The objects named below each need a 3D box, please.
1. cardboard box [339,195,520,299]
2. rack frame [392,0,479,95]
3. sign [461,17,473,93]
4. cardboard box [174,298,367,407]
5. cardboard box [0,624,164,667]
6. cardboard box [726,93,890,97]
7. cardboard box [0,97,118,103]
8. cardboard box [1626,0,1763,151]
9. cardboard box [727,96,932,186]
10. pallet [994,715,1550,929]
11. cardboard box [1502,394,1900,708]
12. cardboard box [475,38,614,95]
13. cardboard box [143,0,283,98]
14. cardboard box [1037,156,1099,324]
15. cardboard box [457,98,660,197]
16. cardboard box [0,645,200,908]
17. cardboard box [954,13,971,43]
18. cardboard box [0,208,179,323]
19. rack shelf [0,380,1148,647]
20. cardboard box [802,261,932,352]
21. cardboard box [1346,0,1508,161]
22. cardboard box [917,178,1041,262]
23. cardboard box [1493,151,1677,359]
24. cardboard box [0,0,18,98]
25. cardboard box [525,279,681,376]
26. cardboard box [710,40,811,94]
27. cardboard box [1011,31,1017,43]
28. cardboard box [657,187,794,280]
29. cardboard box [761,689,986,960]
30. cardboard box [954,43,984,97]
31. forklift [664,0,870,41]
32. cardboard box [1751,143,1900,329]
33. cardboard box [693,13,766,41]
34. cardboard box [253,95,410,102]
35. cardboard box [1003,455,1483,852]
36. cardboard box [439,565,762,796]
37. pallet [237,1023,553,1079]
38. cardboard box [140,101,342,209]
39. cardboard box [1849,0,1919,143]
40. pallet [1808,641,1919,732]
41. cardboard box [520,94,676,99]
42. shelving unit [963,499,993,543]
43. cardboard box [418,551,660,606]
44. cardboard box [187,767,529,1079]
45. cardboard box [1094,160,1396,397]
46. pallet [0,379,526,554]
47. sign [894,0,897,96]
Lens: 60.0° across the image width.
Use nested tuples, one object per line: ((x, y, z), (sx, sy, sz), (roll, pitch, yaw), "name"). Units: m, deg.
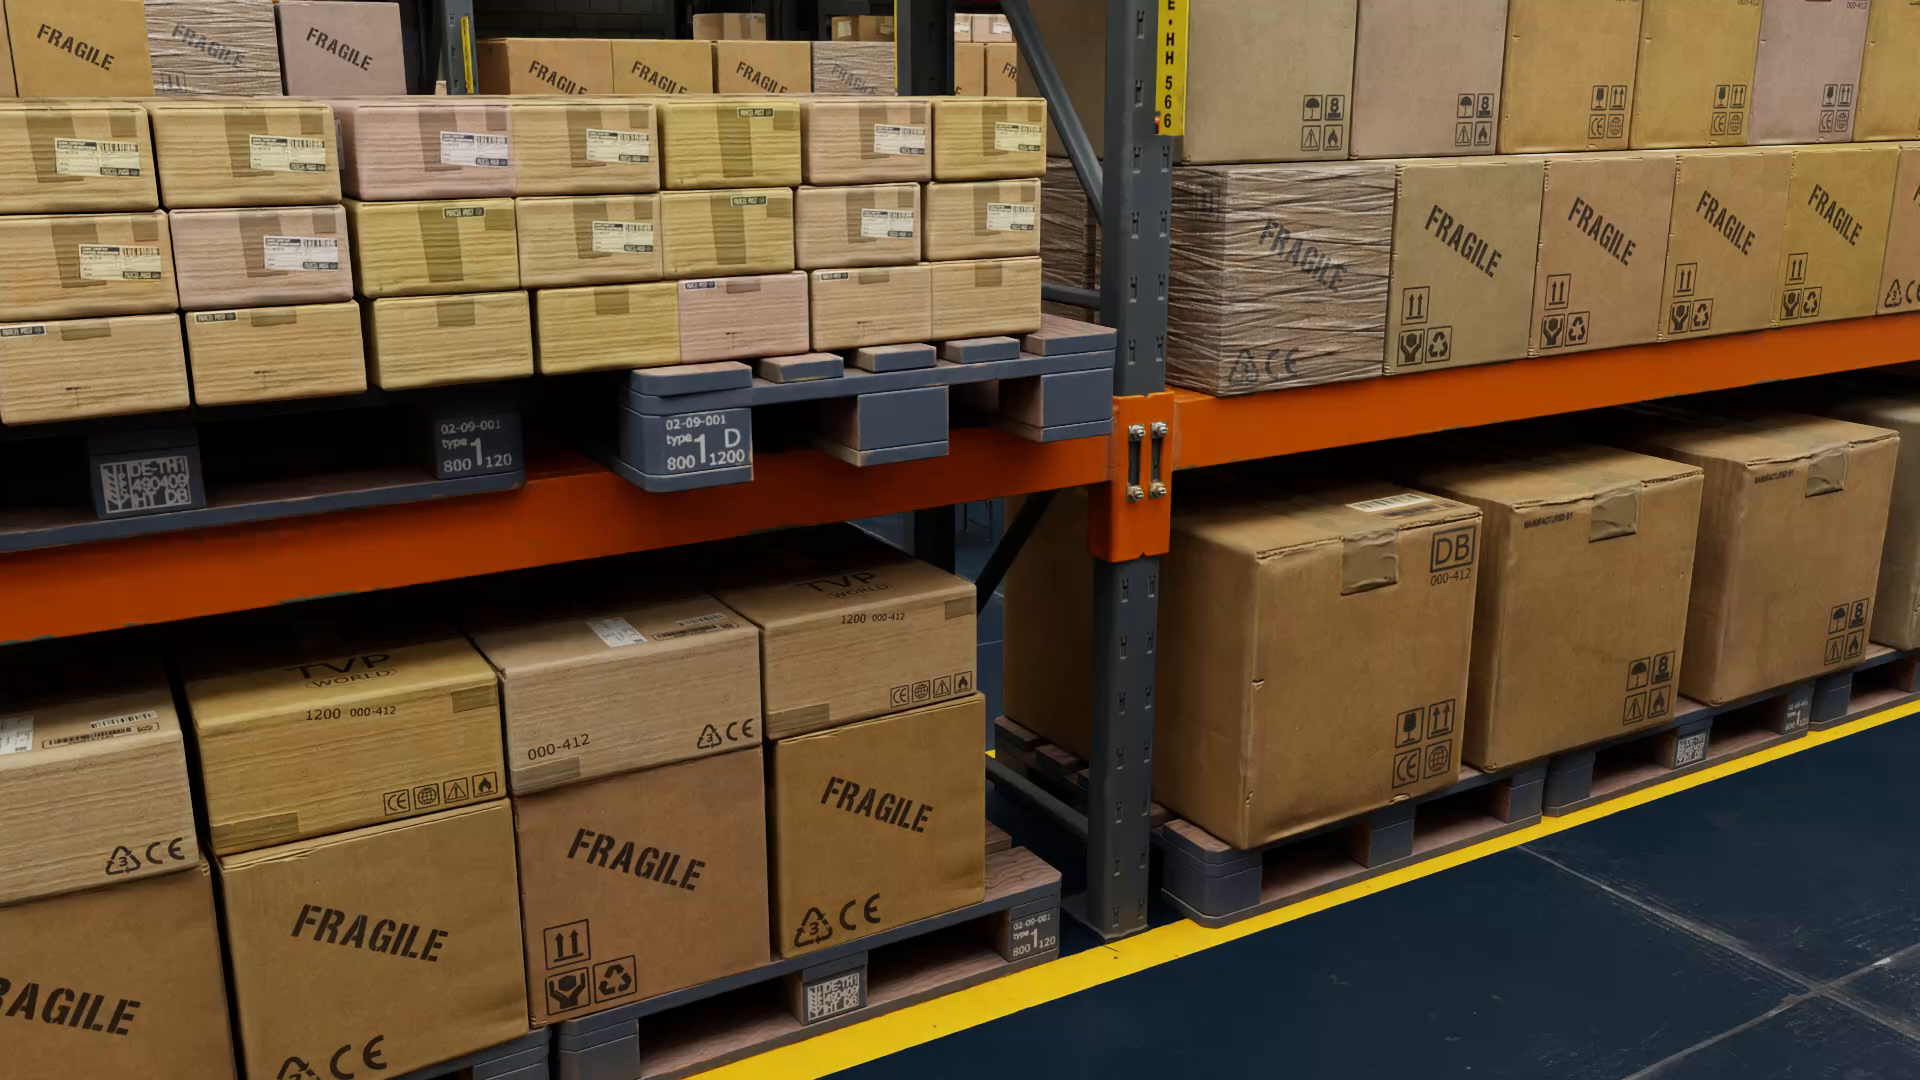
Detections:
((-0.925, -0.510, 2.809), (0.250, 0.149, 0.380), (-9, 18, -30), "cardboard box")
((-2.490, -1.734, 8.040), (0.127, 3.000, 1.000), (-9, 18, -30), "rack frame")
((-2.202, -2.164, 7.427), (0.005, 0.325, 0.100), (-9, 18, -30), "sign")
((-1.143, -0.332, 2.726), (0.250, 0.149, 0.380), (-9, 18, -28), "cardboard box")
((-1.882, 0.286, 3.296), (0.500, 0.250, 0.500), (-10, 19, -32), "cardboard box")
((-0.354, -0.951, 3.830), (0.250, 0.149, 0.380), (-9, 18, -30), "cardboard box")
((-1.692, -0.735, 3.058), (0.250, 0.149, 0.380), (-10, 18, -30), "cardboard box")
((1.845, -1.406, 4.832), (0.500, 0.500, 0.700), (-9, 18, -30), "cardboard box")
((-0.255, -0.762, 3.157), (0.250, 0.149, 0.380), (-9, 18, -30), "cardboard box")
((0.860, 0.647, 4.709), (1.213, 0.211, 1.003), (-9, 18, -30), "pallet")
((2.260, -0.038, 5.377), (0.750, 0.750, 1.050), (-9, 18, -30), "cardboard box")
((-1.986, -2.137, 7.961), (0.500, 0.500, 0.500), (-10, 18, -31), "cardboard box")
((-3.235, -2.058, 7.158), (0.500, 0.500, 0.500), (-9, 18, -29), "cardboard box")
((0.393, -0.776, 4.436), (0.500, 0.500, 0.500), (-9, 18, -30), "cardboard box")
((-0.707, -0.688, 2.892), (0.250, 0.149, 0.380), (-9, 18, -28), "cardboard box")
((-1.619, 0.407, 2.864), (0.500, 0.250, 0.500), (-8, 18, -28), "cardboard box")
((-0.148, -2.738, 8.902), (0.250, 0.149, 0.380), (-10, 19, -32), "cardboard box")
((-1.369, -0.438, 2.551), (0.250, 0.149, 0.380), (-10, 18, -31), "cardboard box")
((-1.569, 0.021, 3.109), (4.000, 0.370, 1.077), (-9, 18, -30), "rack shelf")
((-0.254, -0.475, 3.236), (0.250, 0.149, 0.380), (-9, 18, -30), "cardboard box")
((0.968, -1.263, 4.322), (0.500, 0.500, 0.700), (-10, 18, -31), "cardboard box")
((-0.044, -0.654, 3.320), (0.250, 0.149, 0.380), (-9, 18, -29), "cardboard box")
((1.536, -0.793, 4.495), (0.500, 0.500, 0.500), (-9, 18, -30), "cardboard box")
((-4.101, -1.922, 6.672), (0.500, 0.500, 0.500), (-10, 18, -31), "cardboard box")
((-0.690, -0.406, 2.987), (0.250, 0.149, 0.380), (-9, 18, -30), "cardboard box")
((-1.091, -2.286, 8.495), (0.500, 0.500, 0.500), (-9, 18, -29), "cardboard box")
((0.353, -3.013, 9.884), (0.250, 0.149, 0.380), (-9, 18, -30), "cardboard box")
((-0.496, -0.579, 3.054), (0.250, 0.149, 0.380), (-9, 18, -28), "cardboard box")
((-0.284, 0.550, 3.743), (0.500, 0.500, 0.500), (-9, 18, -30), "cardboard box")
((-0.209, -2.427, 8.997), (0.500, 0.500, 0.500), (-9, 18, -28), "cardboard box")
((-1.303, -2.755, 11.806), (1.130, 2.935, 3.031), (7, 17, 24), "forklift")
((2.398, -0.932, 4.994), (0.500, 0.500, 0.500), (-9, 18, -29), "cardboard box")
((-1.233, -2.733, 8.886), (0.250, 0.149, 0.380), (-10, 19, -32), "cardboard box")
((-1.250, -0.806, 3.312), (0.250, 0.149, 0.380), (-8, 18, -27), "cardboard box")
((0.714, 0.214, 4.479), (0.750, 0.750, 1.050), (-9, 18, -30), "cardboard box")
((-0.733, 0.266, 3.369), (0.500, 0.250, 0.500), (-9, 18, -29), "cardboard box")
((-1.570, 1.016, 3.393), (1.213, 0.211, 1.003), (-9, 18, -30), "pallet")
((-1.148, -0.617, 2.640), (0.250, 0.149, 0.380), (-8, 18, -27), "cardboard box")
((2.712, -1.546, 5.331), (0.500, 0.500, 0.700), (-10, 18, -31), "cardboard box")
((2.952, 0.308, 5.919), (1.213, 0.211, 1.003), (-9, 18, -30), "pallet")
((-0.792, -0.880, 3.578), (0.250, 0.149, 0.380), (-9, 18, -30), "cardboard box")
((-0.007, -0.432, 7.284), (0.210, 0.900, 0.258), (-9, 18, -30), "shelving unit")
((-1.005, 0.148, 3.790), (0.500, 0.250, 0.500), (-9, 18, -30), "cardboard box")
((-1.176, 0.699, 3.213), (0.500, 0.500, 0.500), (-10, 19, -32), "cardboard box")
((0.669, -0.651, 3.990), (0.500, 0.500, 0.500), (-9, 18, -29), "cardboard box")
((-1.530, -0.226, 3.015), (1.213, 0.211, 1.003), (-9, 18, -30), "pallet")
((-0.143, -1.289, 4.304), (0.005, 0.325, 0.100), (-9, 18, -30), "sign")
